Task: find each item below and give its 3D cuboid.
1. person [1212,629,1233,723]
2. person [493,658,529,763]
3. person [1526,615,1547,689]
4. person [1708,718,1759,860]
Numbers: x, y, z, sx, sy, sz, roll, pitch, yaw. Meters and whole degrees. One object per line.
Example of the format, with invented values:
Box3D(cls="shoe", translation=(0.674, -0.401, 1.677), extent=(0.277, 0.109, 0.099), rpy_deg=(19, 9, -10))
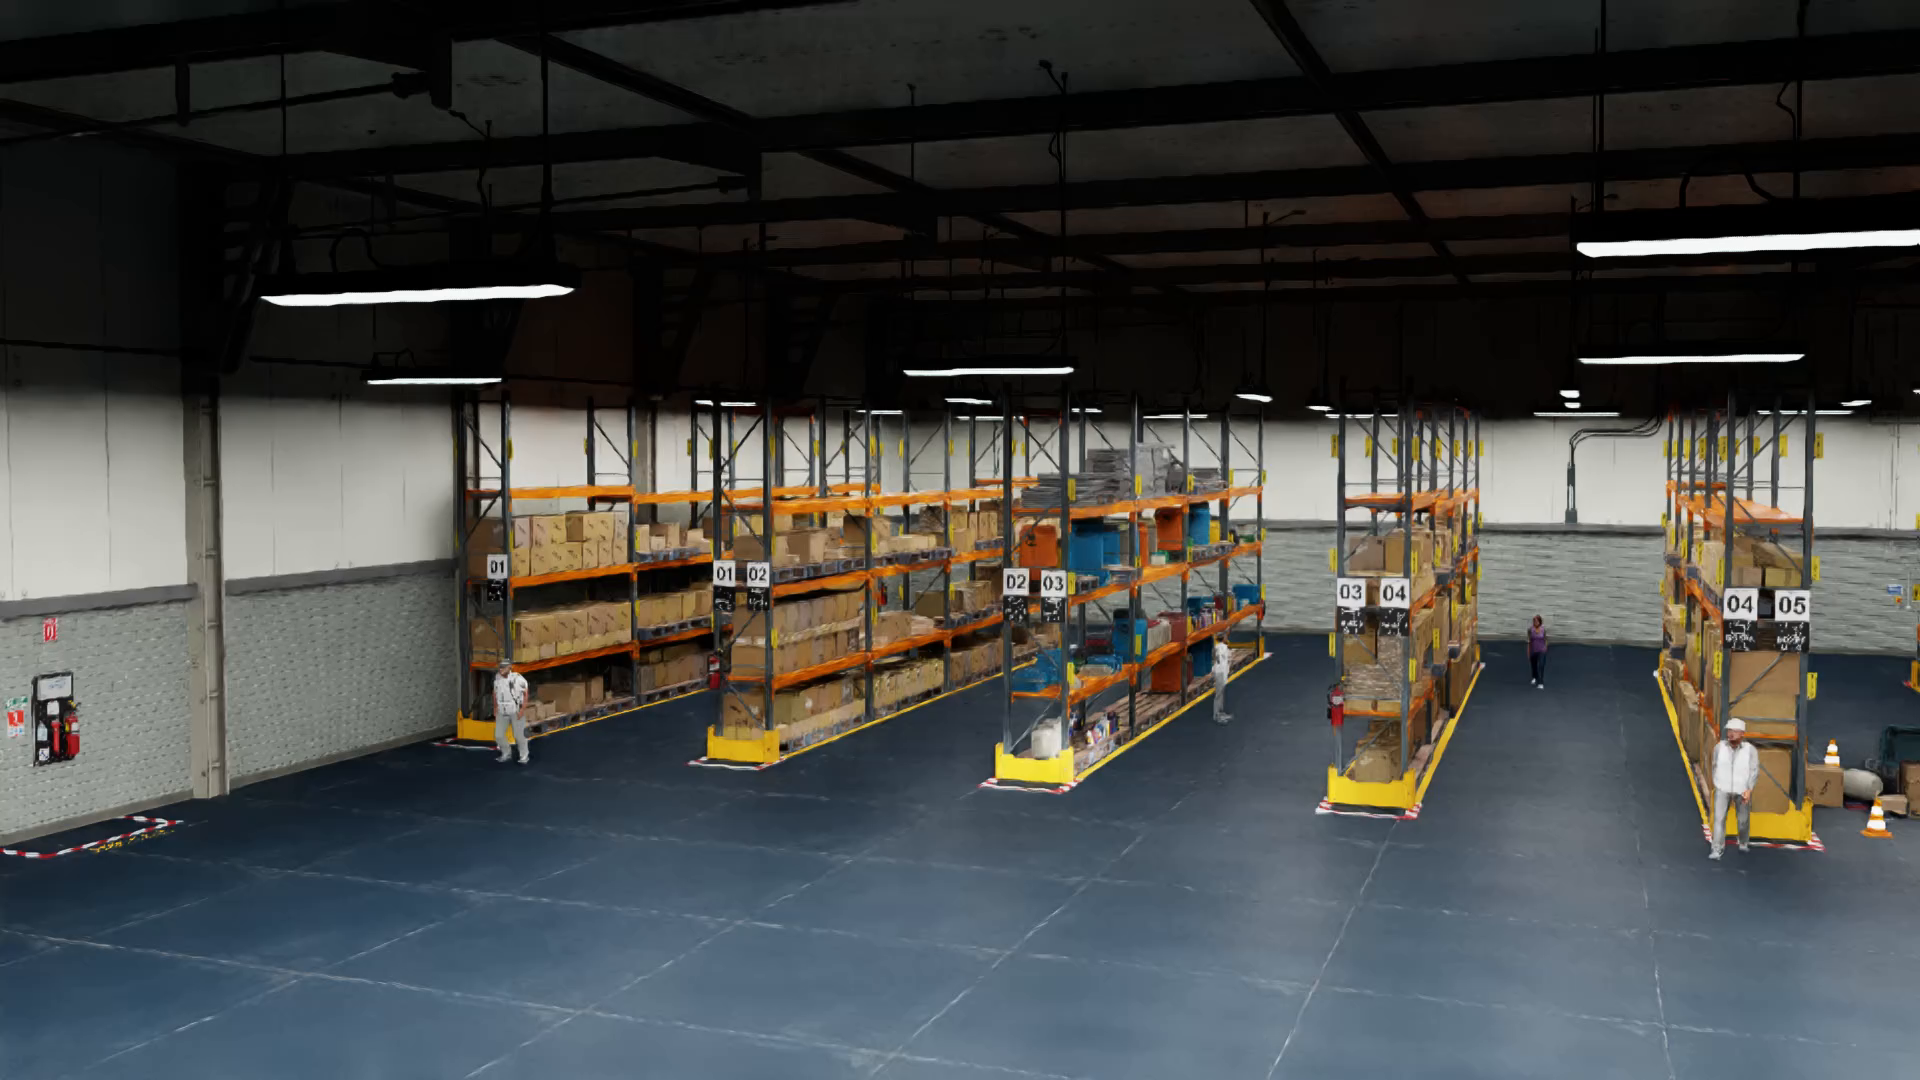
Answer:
Box3D(cls="person", translation=(4.822, 2.470, 30.444), extent=(0.436, 1.680, 0.546), rpy_deg=(0, 3, -4))
Box3D(cls="person", translation=(-7.137, 2.694, 26.420), extent=(0.683, 1.714, 0.538), rpy_deg=(1, 3, 19))
Box3D(cls="person", translation=(12.069, 2.313, 34.808), extent=(0.417, 1.517, 1.037), rpy_deg=(1, 3, 23))
Box3D(cls="person", translation=(9.446, 3.018, 20.272), extent=(0.539, 1.714, 1.033), rpy_deg=(2, 4, 30))
